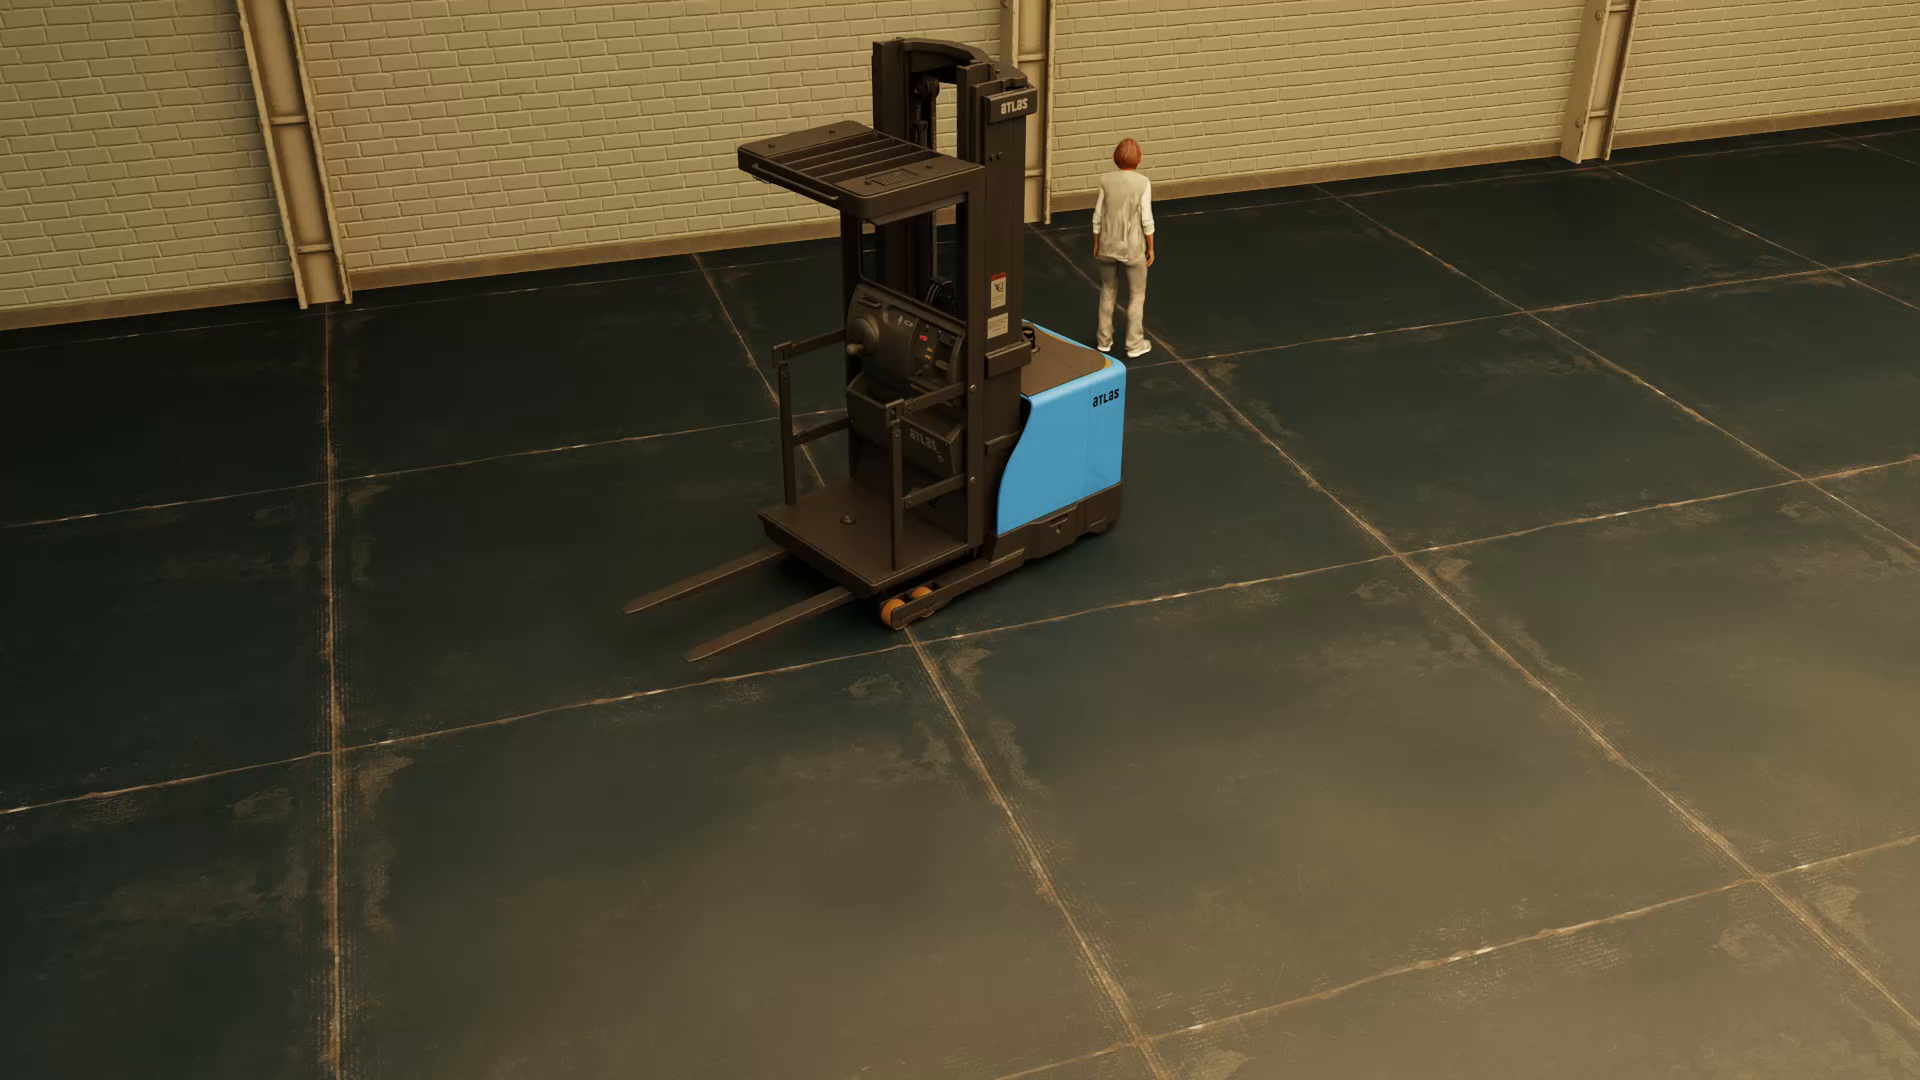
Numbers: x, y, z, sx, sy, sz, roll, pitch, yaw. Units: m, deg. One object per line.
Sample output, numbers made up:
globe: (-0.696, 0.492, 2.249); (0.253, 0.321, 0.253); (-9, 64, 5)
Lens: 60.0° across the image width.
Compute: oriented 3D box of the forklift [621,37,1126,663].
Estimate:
forklift: (-0.461, -1.072, 8.951); (3.031, 2.935, 1.130); (-23, 37, -34)

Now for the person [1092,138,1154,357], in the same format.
person: (1.184, -2.112, 12.102); (0.459, 1.593, 0.345); (12, 32, 19)
